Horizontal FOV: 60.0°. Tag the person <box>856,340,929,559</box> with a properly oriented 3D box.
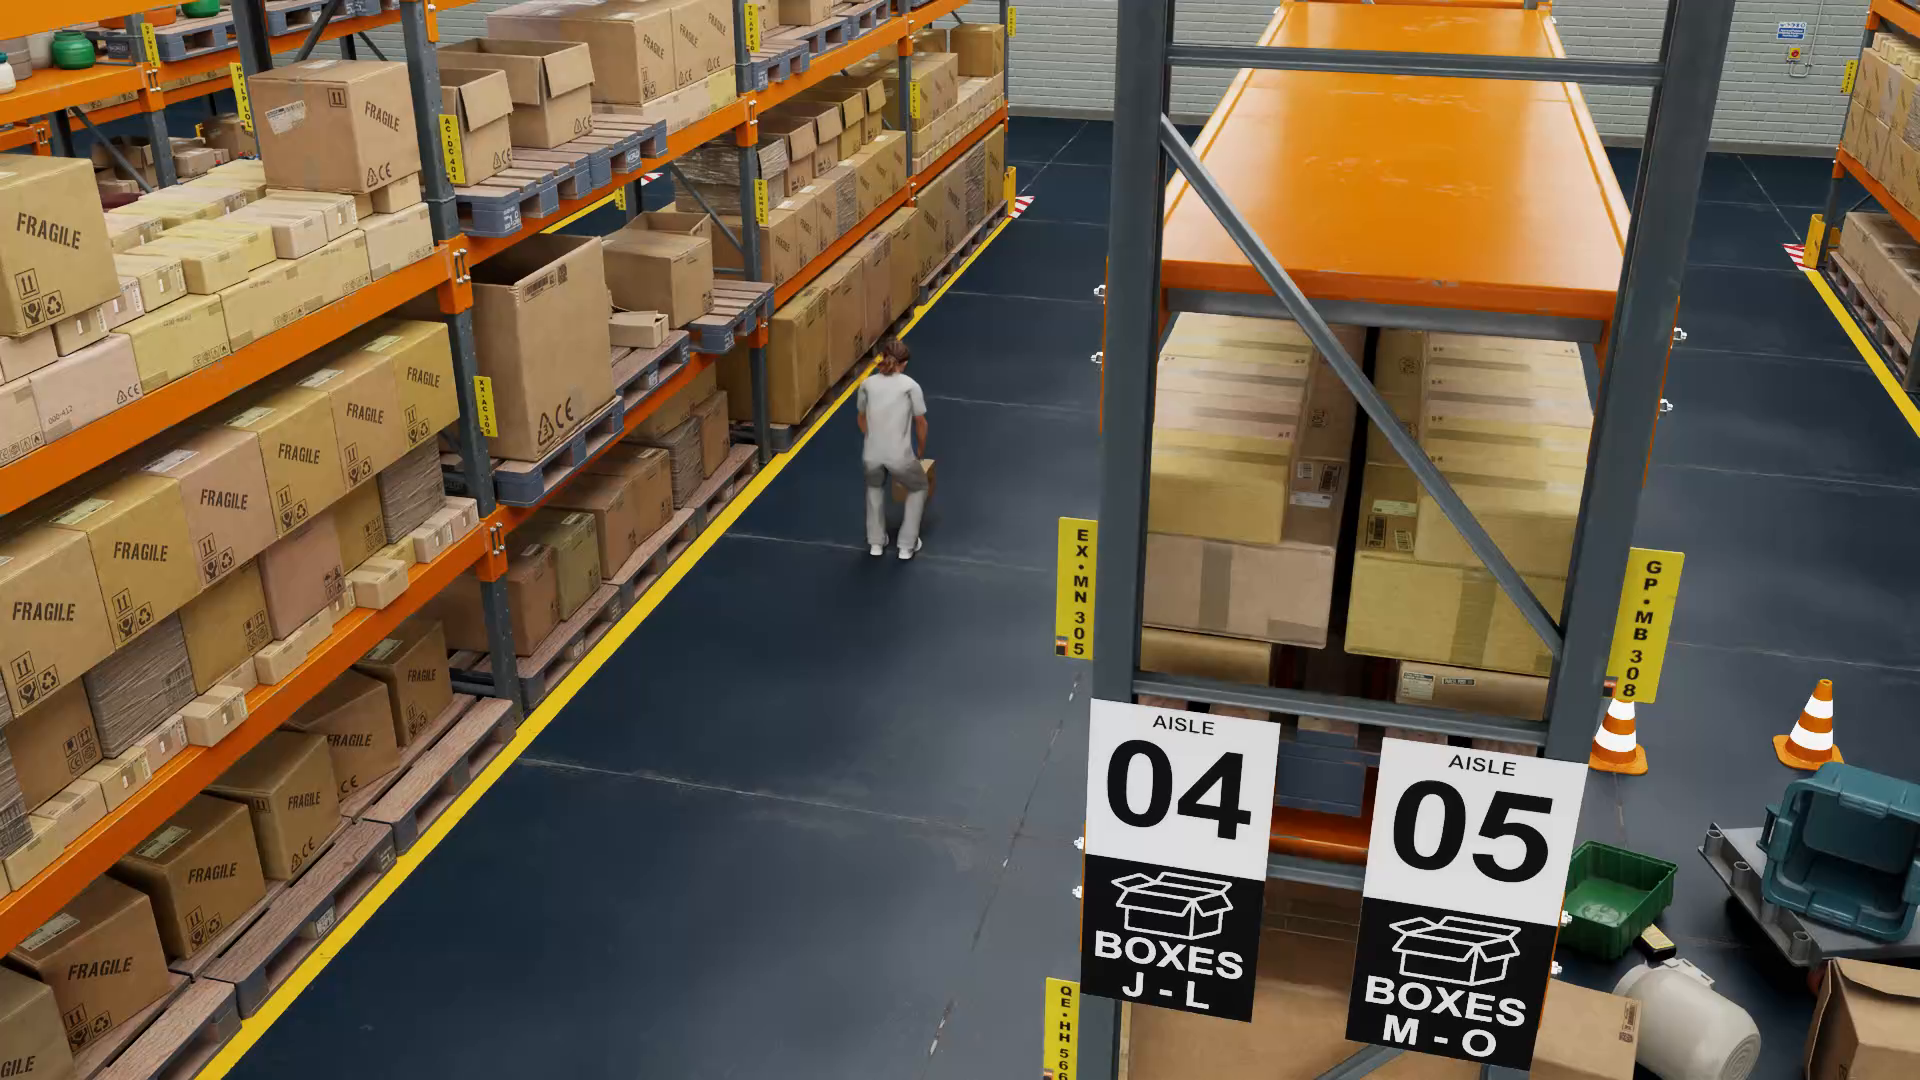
[{"bbox_3d":[-0.474,-0.602,11.243,0.489,1.444,0.595,7,26,13],"label":"person"}]
